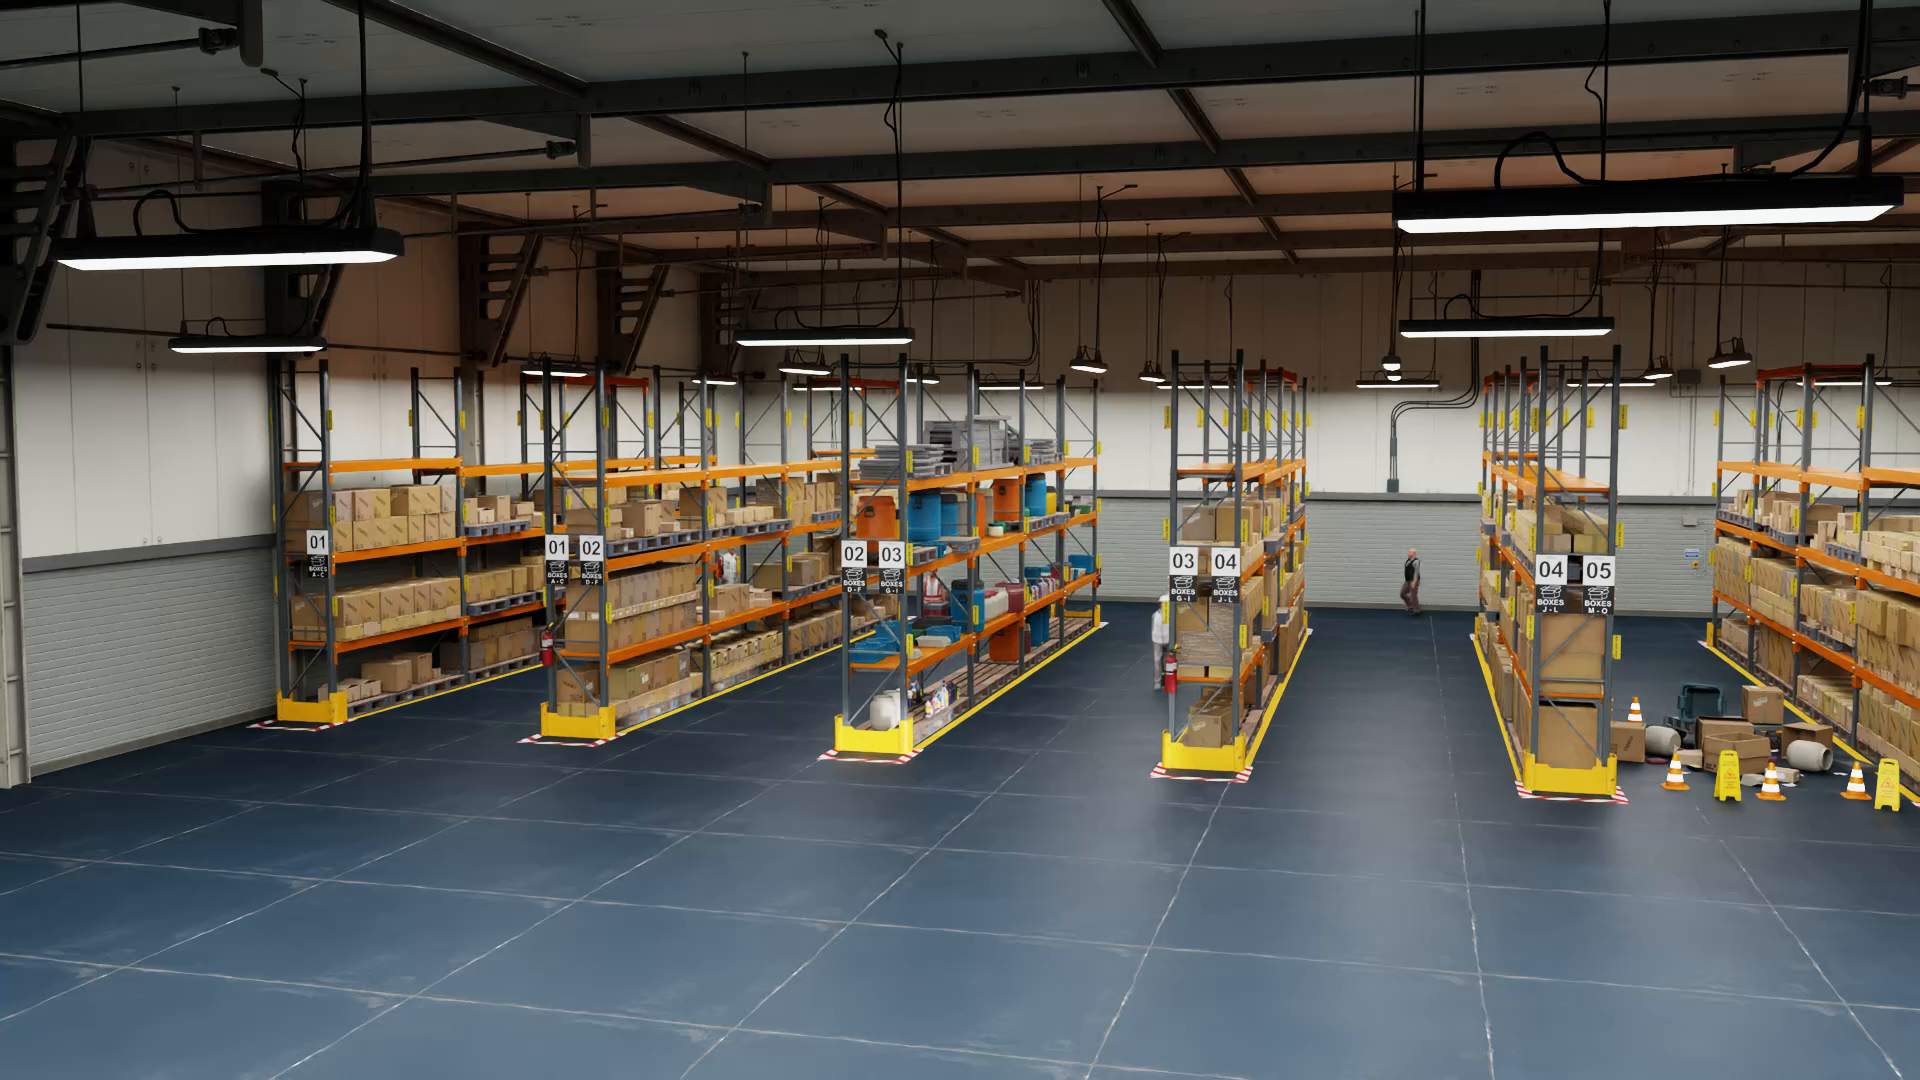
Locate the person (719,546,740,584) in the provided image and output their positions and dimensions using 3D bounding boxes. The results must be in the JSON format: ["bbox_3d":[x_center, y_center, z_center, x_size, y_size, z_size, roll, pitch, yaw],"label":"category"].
[{"bbox_3d":[-6.061,0.950,44.131,0.971,1.704,0.513,1,4,13],"label":"person"}]

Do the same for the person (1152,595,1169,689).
[{"bbox_3d":[3.834,1.895,31.089,0.533,1.718,1.068,1,4,12],"label":"person"}]

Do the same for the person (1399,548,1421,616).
[{"bbox_3d":[11.536,1.055,42.529,0.478,1.691,0.572,-1,4,-9],"label":"person"}]

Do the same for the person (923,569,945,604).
[{"bbox_3d":[-0.629,1.428,37.492,0.593,1.731,1.098,1,4,12],"label":"person"}]
